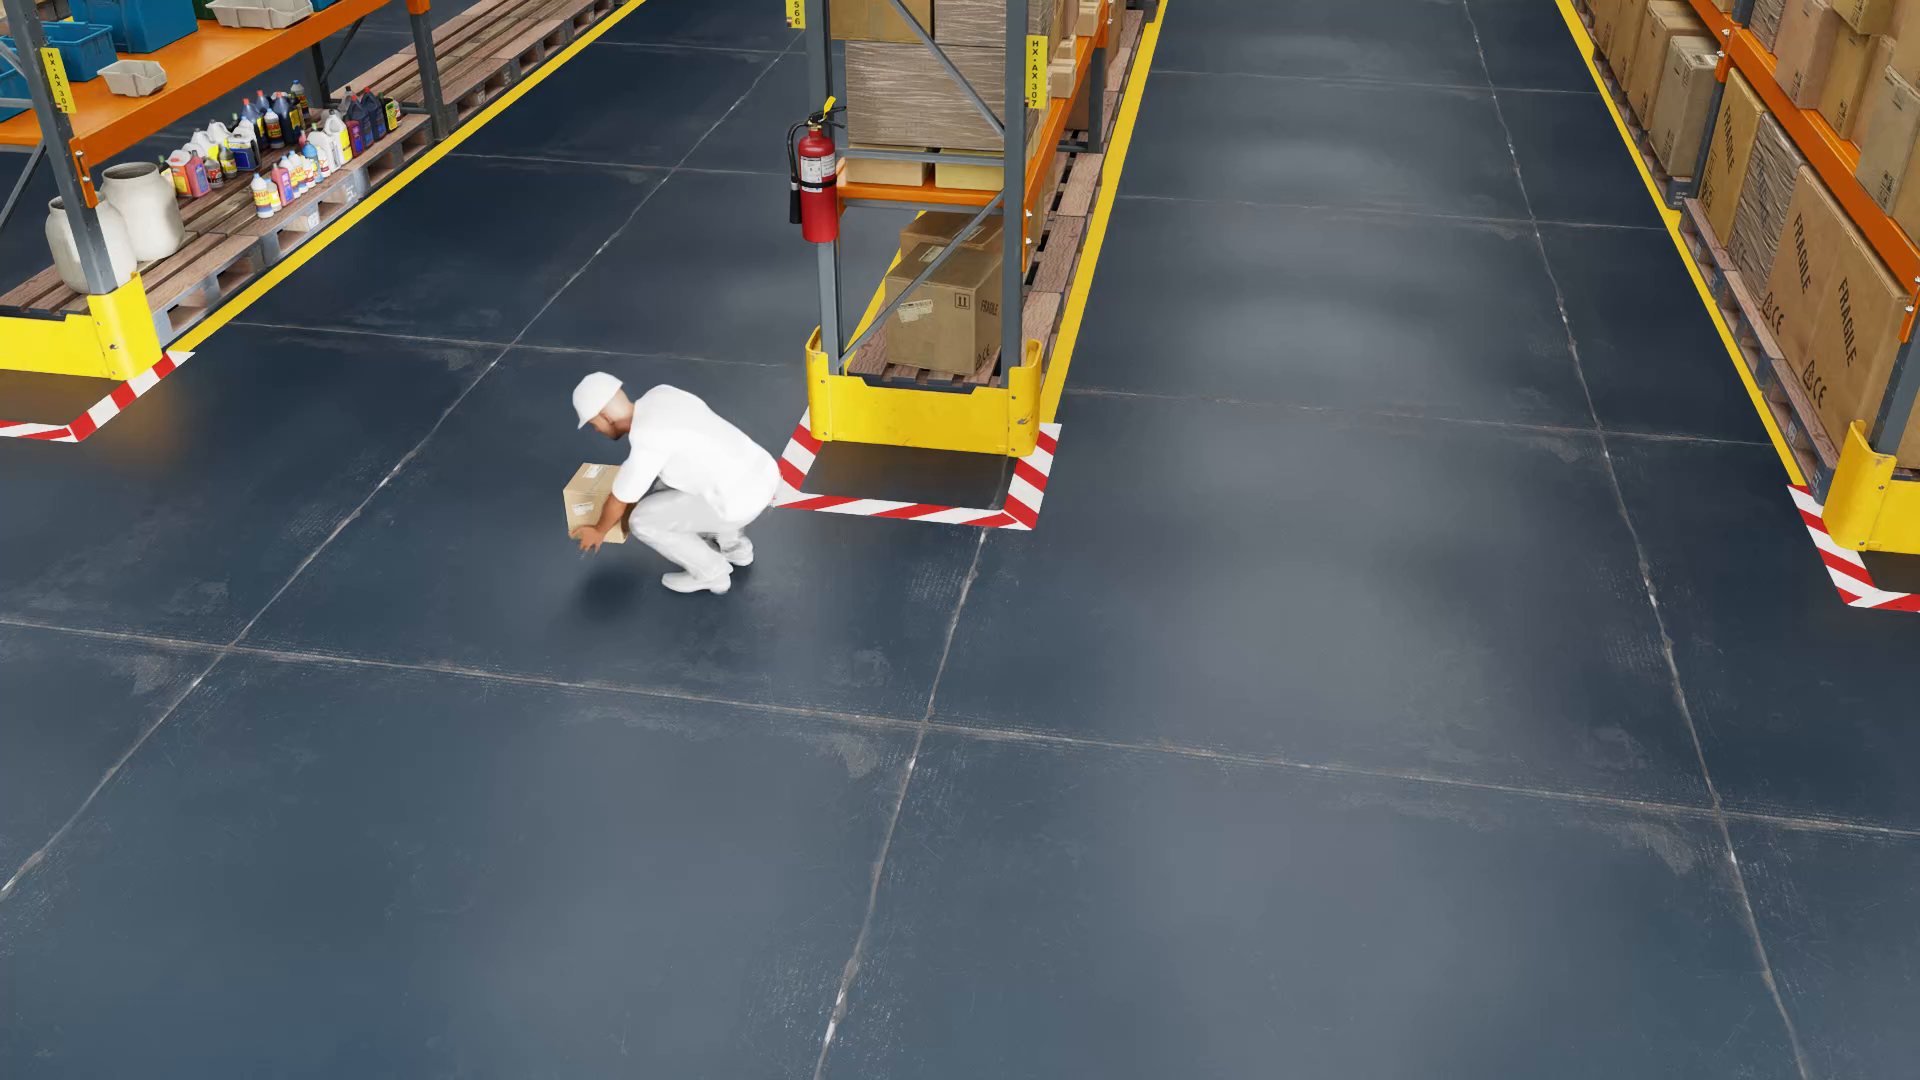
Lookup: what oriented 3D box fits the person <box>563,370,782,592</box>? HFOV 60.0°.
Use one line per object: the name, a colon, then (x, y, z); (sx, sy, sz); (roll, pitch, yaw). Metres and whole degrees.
person: (-1.257, -0.269, 7.263); (0.923, 1.005, 0.537); (4, 32, 7)
